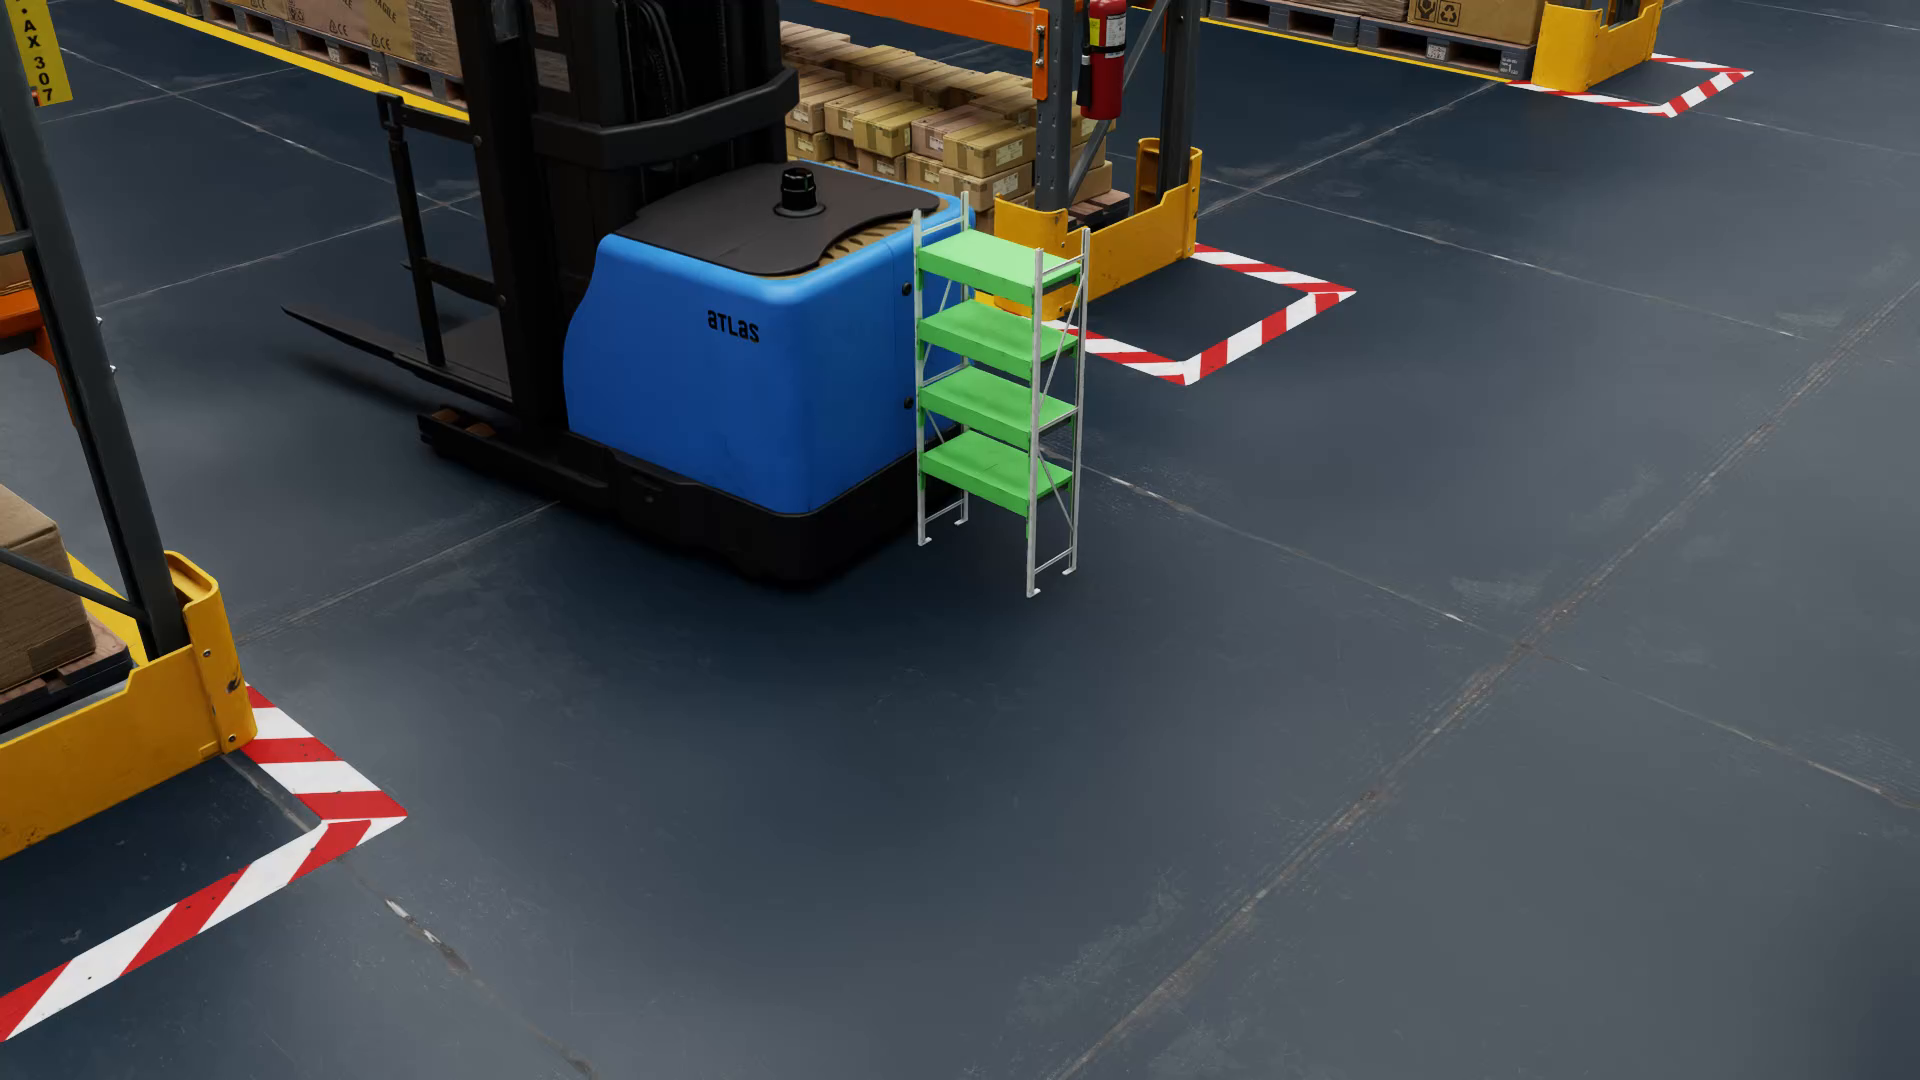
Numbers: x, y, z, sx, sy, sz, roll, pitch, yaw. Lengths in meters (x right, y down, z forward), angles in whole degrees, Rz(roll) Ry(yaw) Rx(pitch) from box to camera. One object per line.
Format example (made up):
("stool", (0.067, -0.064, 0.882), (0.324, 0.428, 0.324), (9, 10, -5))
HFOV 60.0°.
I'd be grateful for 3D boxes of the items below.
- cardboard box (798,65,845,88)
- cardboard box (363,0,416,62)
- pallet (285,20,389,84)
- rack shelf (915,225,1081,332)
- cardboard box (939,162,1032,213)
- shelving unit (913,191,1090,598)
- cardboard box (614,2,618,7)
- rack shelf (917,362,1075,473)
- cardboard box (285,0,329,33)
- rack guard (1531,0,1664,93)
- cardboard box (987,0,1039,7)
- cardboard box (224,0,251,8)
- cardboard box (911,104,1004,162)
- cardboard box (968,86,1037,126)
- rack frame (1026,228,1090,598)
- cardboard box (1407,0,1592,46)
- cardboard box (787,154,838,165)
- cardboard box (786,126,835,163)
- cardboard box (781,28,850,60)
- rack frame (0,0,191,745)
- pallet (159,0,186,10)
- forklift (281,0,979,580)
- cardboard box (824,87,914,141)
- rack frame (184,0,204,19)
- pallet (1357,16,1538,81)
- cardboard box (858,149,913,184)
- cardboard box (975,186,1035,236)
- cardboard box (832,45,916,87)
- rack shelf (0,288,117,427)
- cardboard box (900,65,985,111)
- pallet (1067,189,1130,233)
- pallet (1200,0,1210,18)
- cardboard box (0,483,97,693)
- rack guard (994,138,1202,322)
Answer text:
("cardboard box", (-0.794, -2.263, 8.380), (0.250, 0.149, 0.380), (24, 38, 34))
("cardboard box", (-3.363, -3.325, 10.381), (0.500, 0.500, 0.500), (24, 38, 34))
("pallet", (-3.752, -3.375, 11.151), (1.213, 0.211, 1.003), (25, 39, 35))
("rack shelf", (0.123, -0.813, 5.131), (0.480, 0.148, 0.258), (25, 39, 35))
("cardboard box", (0.118, -1.653, 7.657), (0.250, 0.149, 0.380), (24, 38, 34))
("shelving unit", (0.123, -0.457, 5.345), (0.503, 1.200, 0.258), (25, 39, 35))
("cardboard box", (-1.826, -3.068, 9.718), (0.250, 0.149, 0.380), (26, 40, 36))
("rack shelf", (0.123, -0.402, 5.378), (0.480, 0.148, 0.258), (25, 39, 35))
("cardboard box", (-4.118, -3.681, 10.972), (0.500, 0.500, 0.500), (24, 38, 34))
("rack guard", (4.122, -3.276, 10.708), (0.348, 0.500, 1.175), (25, 39, 35))
("cardboard box", (0.270, -2.391, 7.057), (0.250, 0.149, 0.380), (25, 39, 35))
("cardboard box", (-4.877, -4.029, 11.551), (0.500, 0.500, 0.500), (23, 38, 33))
("cardboard box", (-0.009, -1.902, 7.782), (0.250, 0.149, 0.380), (26, 40, 36))
("cardboard box", (0.255, -2.068, 8.057), (0.250, 0.149, 0.380), (26, 40, 36))
("rack frame", (0.304, -0.372, 5.205), (0.015, 1.200, 0.240), (25, 39, 35))
("cardboard box", (3.576, -3.816, 10.834), (0.875, 0.875, 0.875), (25, 39, 35))
("cardboard box", (-0.649, -1.874, 8.312), (0.250, 0.149, 0.380), (23, 38, 33))
("cardboard box", (-0.661, -2.007, 8.244), (0.250, 0.149, 0.380), (26, 39, 36))
("cardboard box", (-0.810, -2.645, 9.015), (0.250, 0.149, 0.380), (23, 38, 33))
("rack frame", (-2.546, -0.566, 3.782), (0.127, 3.000, 1.000), (25, 39, 35))
("pallet", (-5.764, -4.370, 12.804), (1.213, 0.211, 1.003), (25, 39, 35))
("forklift", (-1.421, -1.720, 5.766), (3.031, 2.935, 1.130), (21, 37, 30))
("cardboard box", (-0.436, -2.057, 8.039), (0.250, 0.149, 0.380), (23, 38, 33))
("rack frame", (-5.231, -5.263, 11.583), (0.127, 3.000, 1.000), (25, 39, 35))
("pallet", (3.459, -3.408, 11.206), (1.213, 0.211, 1.003), (25, 39, 35))
("cardboard box", (-0.268, -1.833, 7.954), (0.250, 0.149, 0.380), (23, 38, 33))
("cardboard box", (0.171, -1.555, 7.781), (0.250, 0.149, 0.380), (26, 40, 36))
("cardboard box", (-0.449, -2.466, 8.719), (0.250, 0.149, 0.380), (26, 39, 36))
("rack shelf", (-4.029, -0.950, 5.117), (4.000, 0.370, 1.077), (25, 39, 35))
("cardboard box", (-0.085, -2.258, 8.373), (0.250, 0.149, 0.380), (23, 38, 33))
("pallet", (0.066, -1.620, 8.237), (1.213, 0.211, 1.003), (25, 39, 35))
("pallet", (1.650, -4.252, 12.609), (1.213, 0.211, 1.003), (25, 39, 35))
("cardboard box", (-3.102, 0.162, 4.650), (0.875, 0.438, 0.875), (24, 38, 34))
("rack guard", (0.645, -1.449, 7.673), (0.348, 0.500, 1.175), (25, 39, 35))
